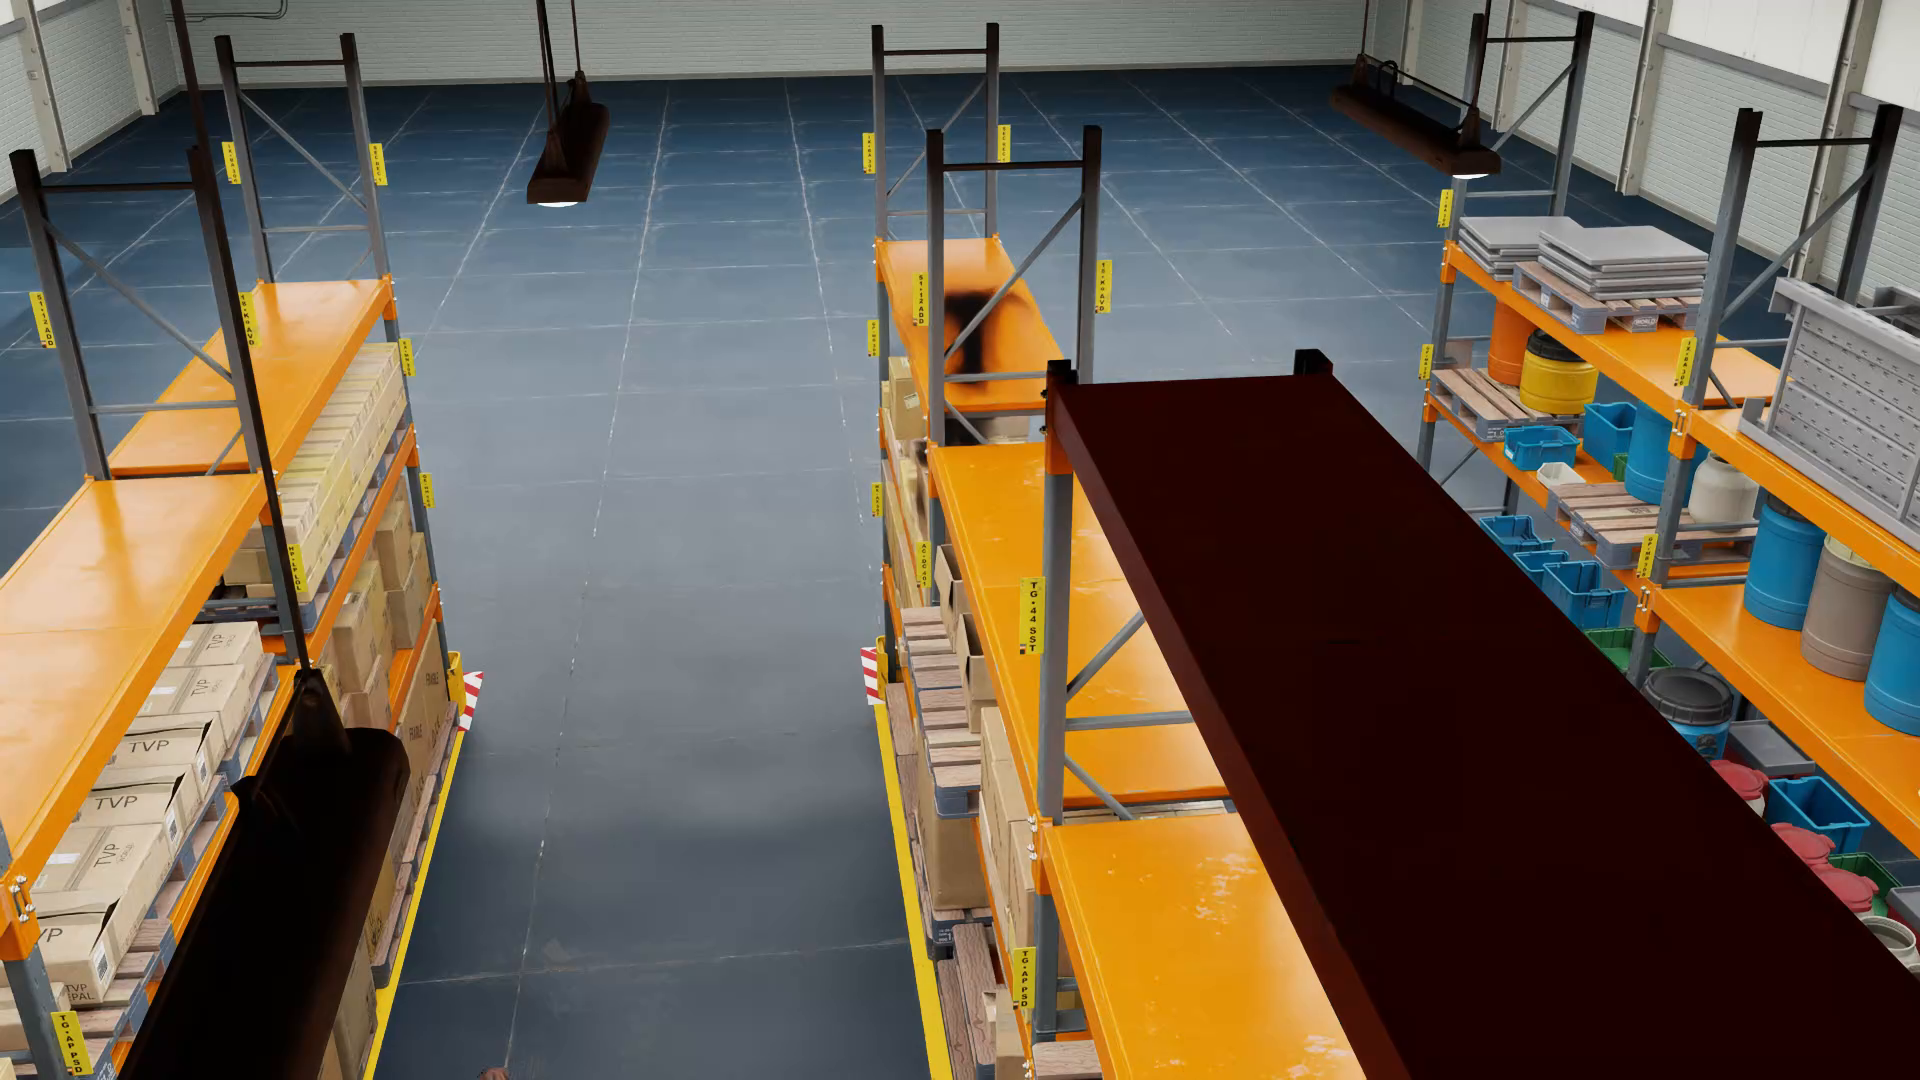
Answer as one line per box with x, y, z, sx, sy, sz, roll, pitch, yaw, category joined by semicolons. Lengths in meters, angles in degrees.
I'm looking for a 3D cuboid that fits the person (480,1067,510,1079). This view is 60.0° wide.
-2.488;3.616;9.148;0.520;1.559;0.643;-6;26;-12;person
